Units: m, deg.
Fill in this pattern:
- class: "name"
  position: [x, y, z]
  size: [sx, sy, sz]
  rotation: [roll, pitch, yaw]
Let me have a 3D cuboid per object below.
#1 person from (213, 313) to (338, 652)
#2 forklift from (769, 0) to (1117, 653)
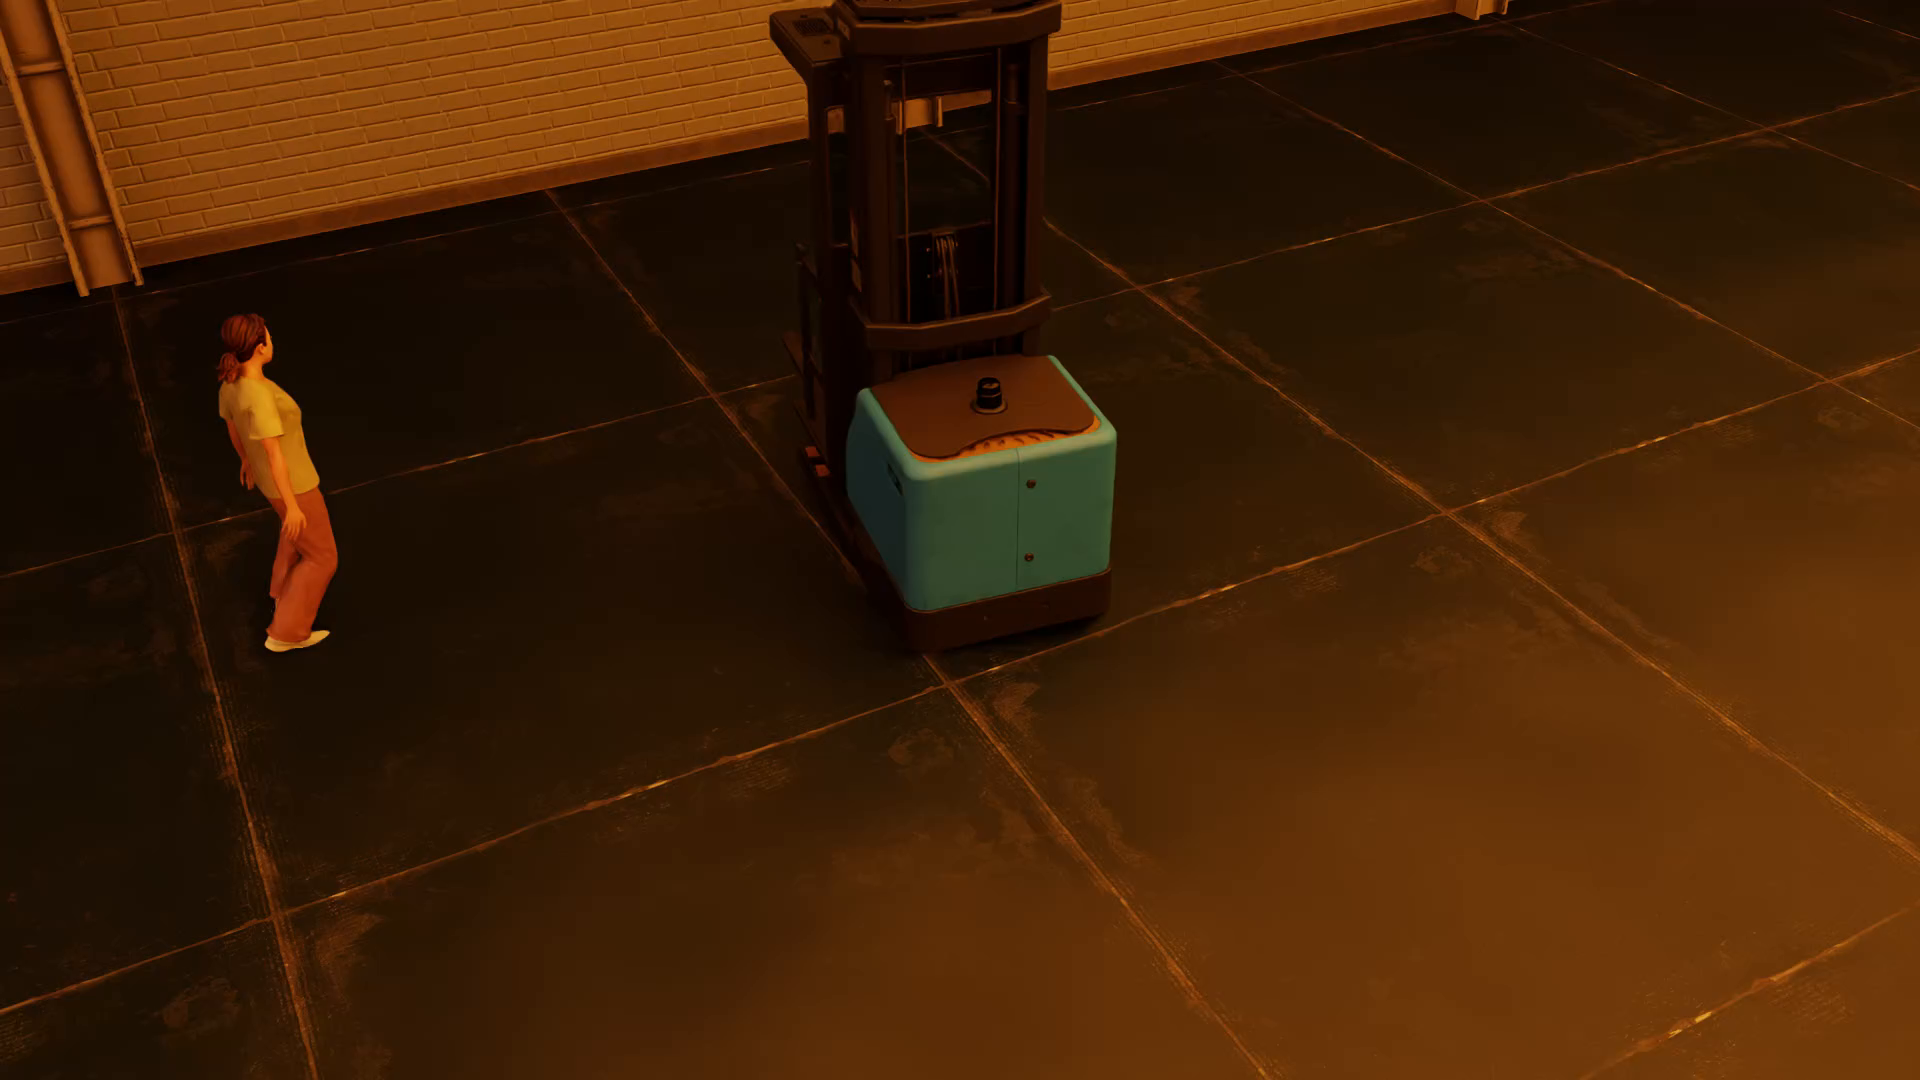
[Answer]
- class: "person"
  position: [-3.167, -0.230, 7.641]
  size: [0.487, 1.635, 0.814]
  rotation: [-24, 42, -30]
- class: "forklift"
  position: [-0.248, -1.516, 8.267]
  size: [1.130, 2.935, 3.031]
  rotation: [-12, 37, -16]
